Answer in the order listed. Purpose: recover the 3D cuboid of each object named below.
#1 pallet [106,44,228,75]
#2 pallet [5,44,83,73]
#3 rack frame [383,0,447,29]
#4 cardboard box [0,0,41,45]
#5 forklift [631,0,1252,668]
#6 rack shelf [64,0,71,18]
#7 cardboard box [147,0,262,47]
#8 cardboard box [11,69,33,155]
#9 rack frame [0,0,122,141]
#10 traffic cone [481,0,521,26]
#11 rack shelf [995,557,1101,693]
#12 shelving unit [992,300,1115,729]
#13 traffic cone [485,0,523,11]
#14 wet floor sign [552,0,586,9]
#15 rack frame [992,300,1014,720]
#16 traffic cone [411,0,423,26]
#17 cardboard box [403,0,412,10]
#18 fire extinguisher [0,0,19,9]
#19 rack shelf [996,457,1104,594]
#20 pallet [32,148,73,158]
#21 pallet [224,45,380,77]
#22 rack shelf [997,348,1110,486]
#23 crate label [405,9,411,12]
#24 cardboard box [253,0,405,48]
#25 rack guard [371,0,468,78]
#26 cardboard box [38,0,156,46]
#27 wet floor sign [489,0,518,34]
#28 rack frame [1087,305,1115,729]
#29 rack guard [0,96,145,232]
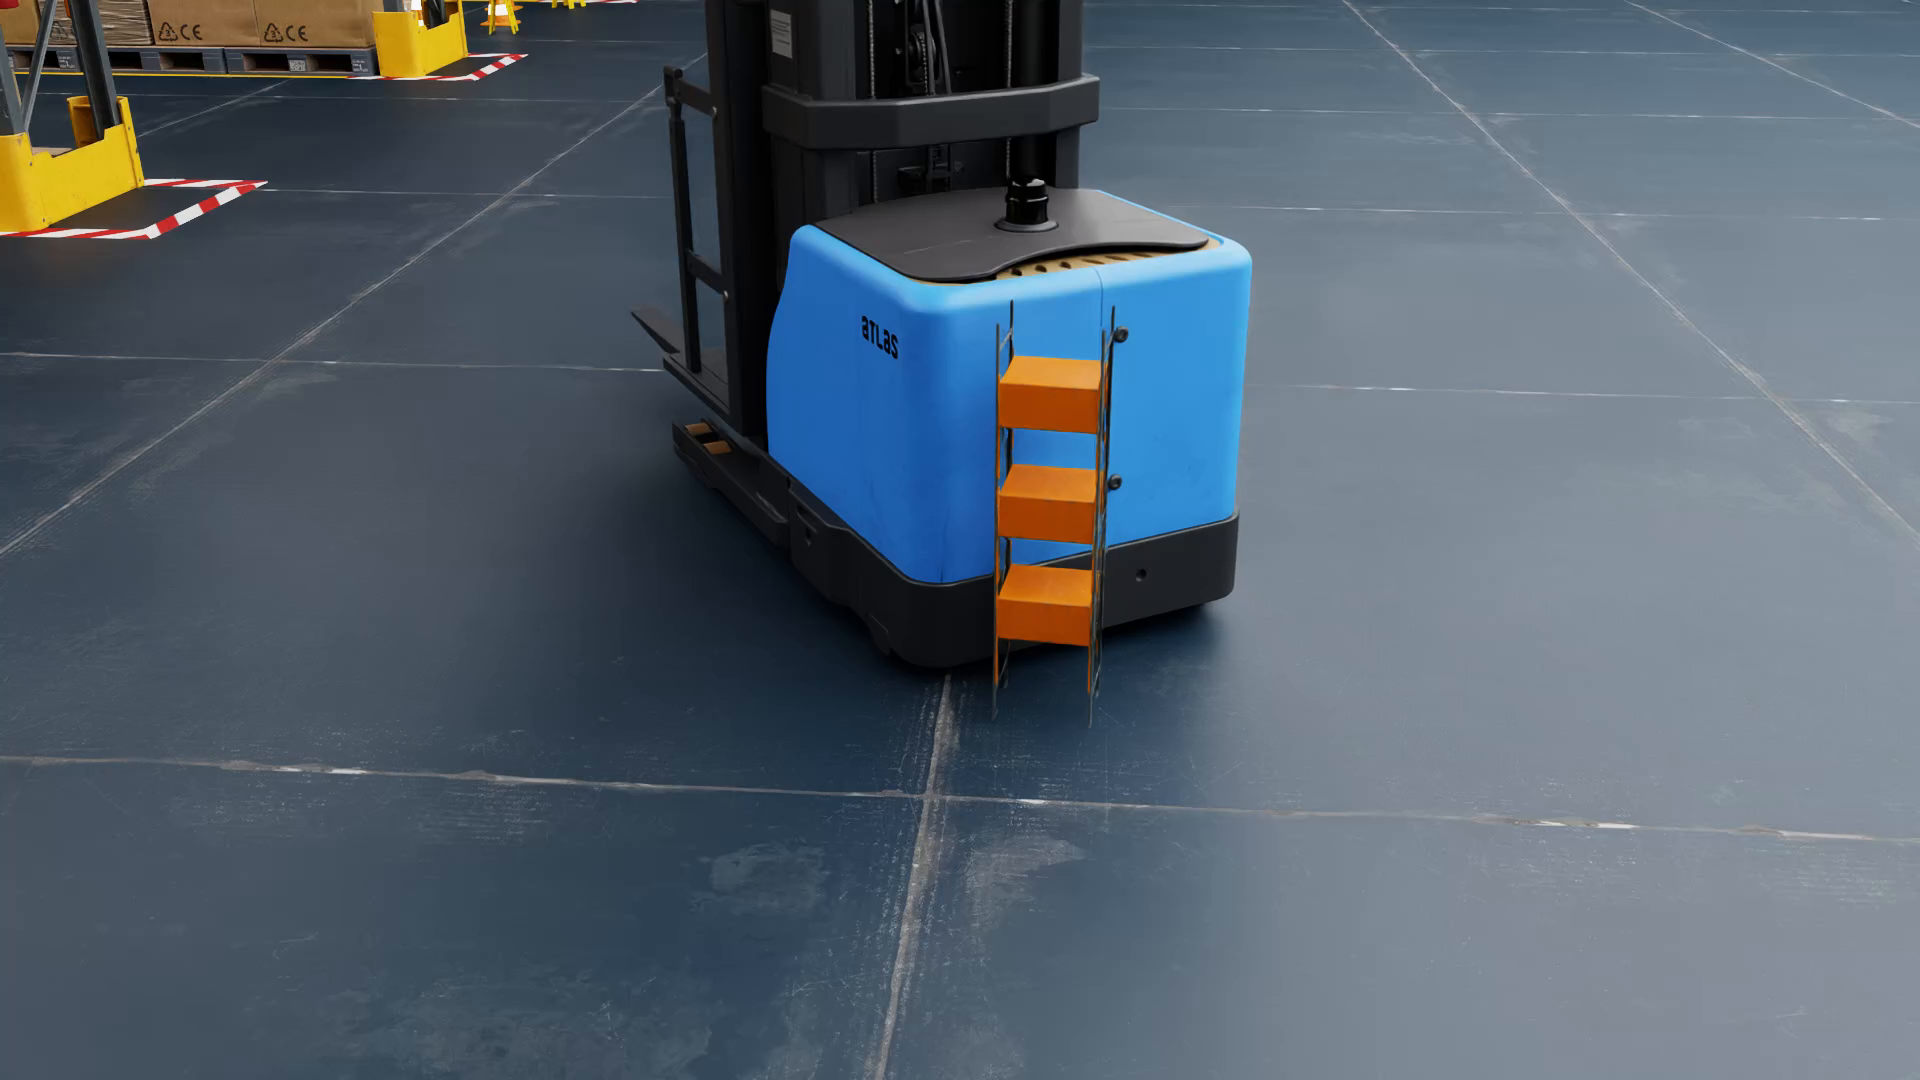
[{"bbox_3d":[-6.474,-4.064,13.830,1.213,0.211,1.003,2,25,4],"label":"pallet"},{"bbox_3d":[-7.693,-4.102,13.913,1.213,0.211,1.003,2,25,4],"label":"pallet"},{"bbox_3d":[-4.457,-5.298,13.175,0.127,3.000,1.000,2,25,4],"label":"rack frame"},{"bbox_3d":[-7.824,-4.602,13.703,0.875,0.875,0.875,2,25,5],"label":"cardboard box"},{"bbox_3d":[-0.340,-1.577,5.172,1.130,2.935,3.031,-12,27,-25],"label":"forklift"},{"bbox_3d":[-6.932,-2.971,8.979,4.000,0.370,1.077,2,25,4],"label":"rack shelf"},{"bbox_3d":[-6.016,-4.545,13.578,0.875,0.875,0.875,1,25,3],"label":"cardboard box"},{"bbox_3d":[-5.559,-2.316,9.183,0.500,0.500,0.500,6,25,14],"label":"cardboard box"},{"bbox_3d":[-4.938,-3.234,8.690,0.127,3.000,1.000,2,25,4],"label":"rack frame"},{"bbox_3d":[-4.453,-5.214,16.029,0.334,0.463,0.336,2,25,4],"label":"traffic cone"},{"bbox_3d":[0.226,0.213,4.221,0.240,0.259,0.215,5,25,10],"label":"rack shelf"},{"bbox_3d":[0.226,-0.049,4.100,0.252,1.050,0.215,5,25,10],"label":"shelving unit"},{"bbox_3d":[-4.707,-5.688,17.058,0.334,0.463,0.336,2,25,4],"label":"traffic cone"},{"bbox_3d":[-4.072,-5.843,17.176,0.232,0.644,0.267,11,27,22],"label":"wet floor sign"},{"bbox_3d":[0.106,-0.059,4.122,0.008,1.050,0.200,5,25,10],"label":"rack frame"},{"bbox_3d":[-4.878,-4.754,15.029,0.334,0.463,0.336,2,25,4],"label":"traffic cone"},{"bbox_3d":[-5.640,-5.269,16.523,0.250,0.149,0.380,16,29,31],"label":"cardboard box"},{"bbox_3d":[-4.859,-3.003,8.281,0.183,0.674,0.296,2,25,4],"label":"fire extinguisher"},{"bbox_3d":[0.226,-0.039,4.105,0.240,0.259,0.215,5,25,10],"label":"rack shelf"},{"bbox_3d":[-5.821,-2.010,9.366,1.213,0.211,1.003,2,25,4],"label":"pallet"},{"bbox_3d":[-5.260,-4.024,13.743,1.213,0.211,1.003,2,25,4],"label":"pallet"},{"bbox_3d":[0.226,-0.297,3.986,0.240,0.259,0.215,5,25,10],"label":"rack shelf"},{"bbox_3d":[-5.241,-5.066,16.095,0.298,0.136,0.250,-11,27,-23],"label":"crate label"},{"bbox_3d":[-5.138,-4.518,13.519,0.875,0.875,0.875,2,25,4],"label":"cardboard box"},{"bbox_3d":[-4.433,-4.162,13.696,0.348,0.500,1.175,2,25,4],"label":"rack guard"},{"bbox_3d":[-6.925,-4.575,13.644,0.875,0.875,0.875,2,25,4],"label":"cardboard box"},{"bbox_3d":[-4.277,-5.053,15.459,0.232,0.644,0.267,-2,25,-5],"label":"wet floor sign"},{"bbox_3d":[0.346,-0.039,4.078,0.008,1.050,0.200,5,25,10],"label":"rack frame"},{"bbox_3d":[-5.013,-2.101,9.218,0.348,0.500,1.175,2,25,4],"label":"rack guard"}]
